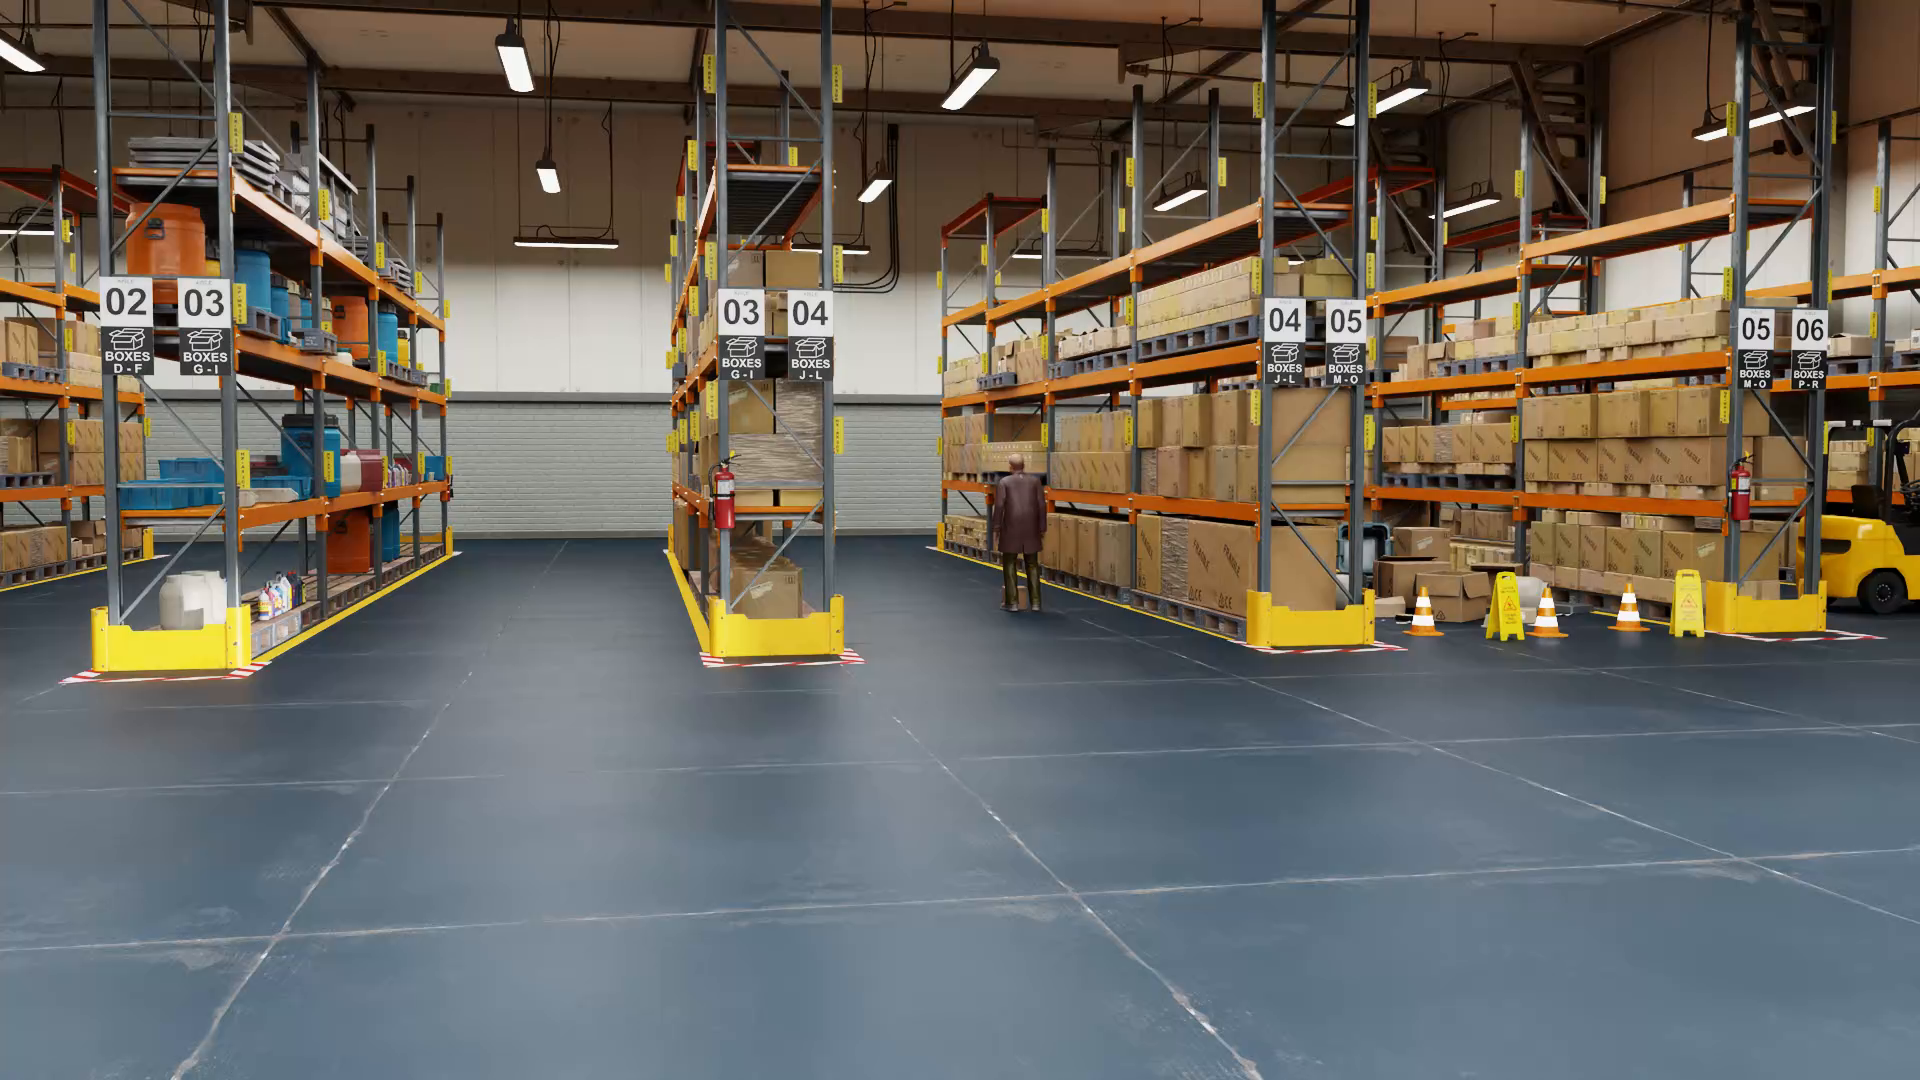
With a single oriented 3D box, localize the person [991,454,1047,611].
[{"bbox_3d":[0.673,-0.086,18.802,0.652,1.774,0.417,-1,3,-12],"label":"person"}]
